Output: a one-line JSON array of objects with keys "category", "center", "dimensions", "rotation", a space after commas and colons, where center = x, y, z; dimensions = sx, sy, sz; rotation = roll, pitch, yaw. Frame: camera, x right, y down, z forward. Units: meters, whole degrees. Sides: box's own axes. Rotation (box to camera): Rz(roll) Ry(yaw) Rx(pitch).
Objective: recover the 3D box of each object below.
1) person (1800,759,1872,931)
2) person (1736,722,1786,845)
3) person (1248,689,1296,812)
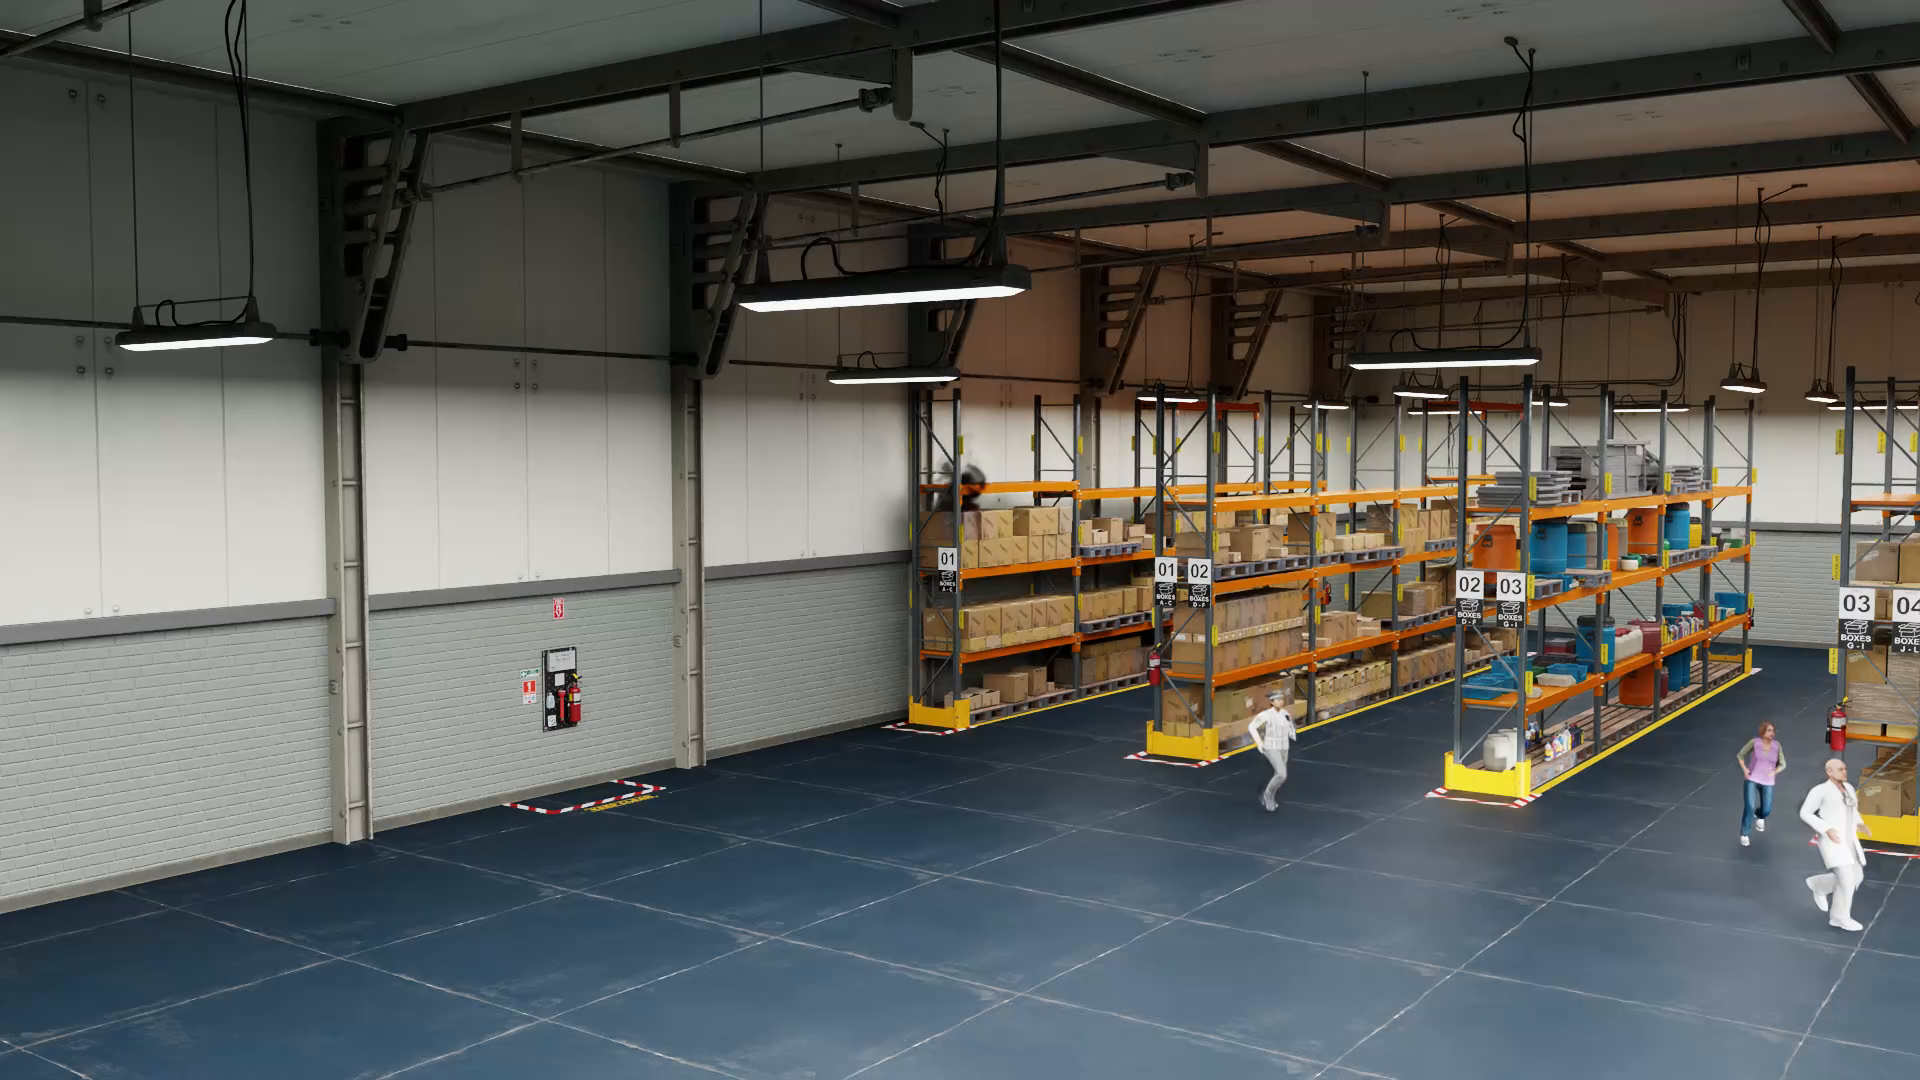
[{"category": "person", "center": [9.108, 3.186, 17.344], "dimensions": [0.713, 1.647, 0.753], "rotation": [-1, 3, -21]}, {"category": "person", "center": [10.123, 3.059, 21.021], "dimensions": [0.562, 1.543, 0.621], "rotation": [1, 3, 17]}, {"category": "person", "center": [4.330, 2.864, 22.635], "dimensions": [0.591, 1.670, 0.634], "rotation": [-2, 4, -30]}]
